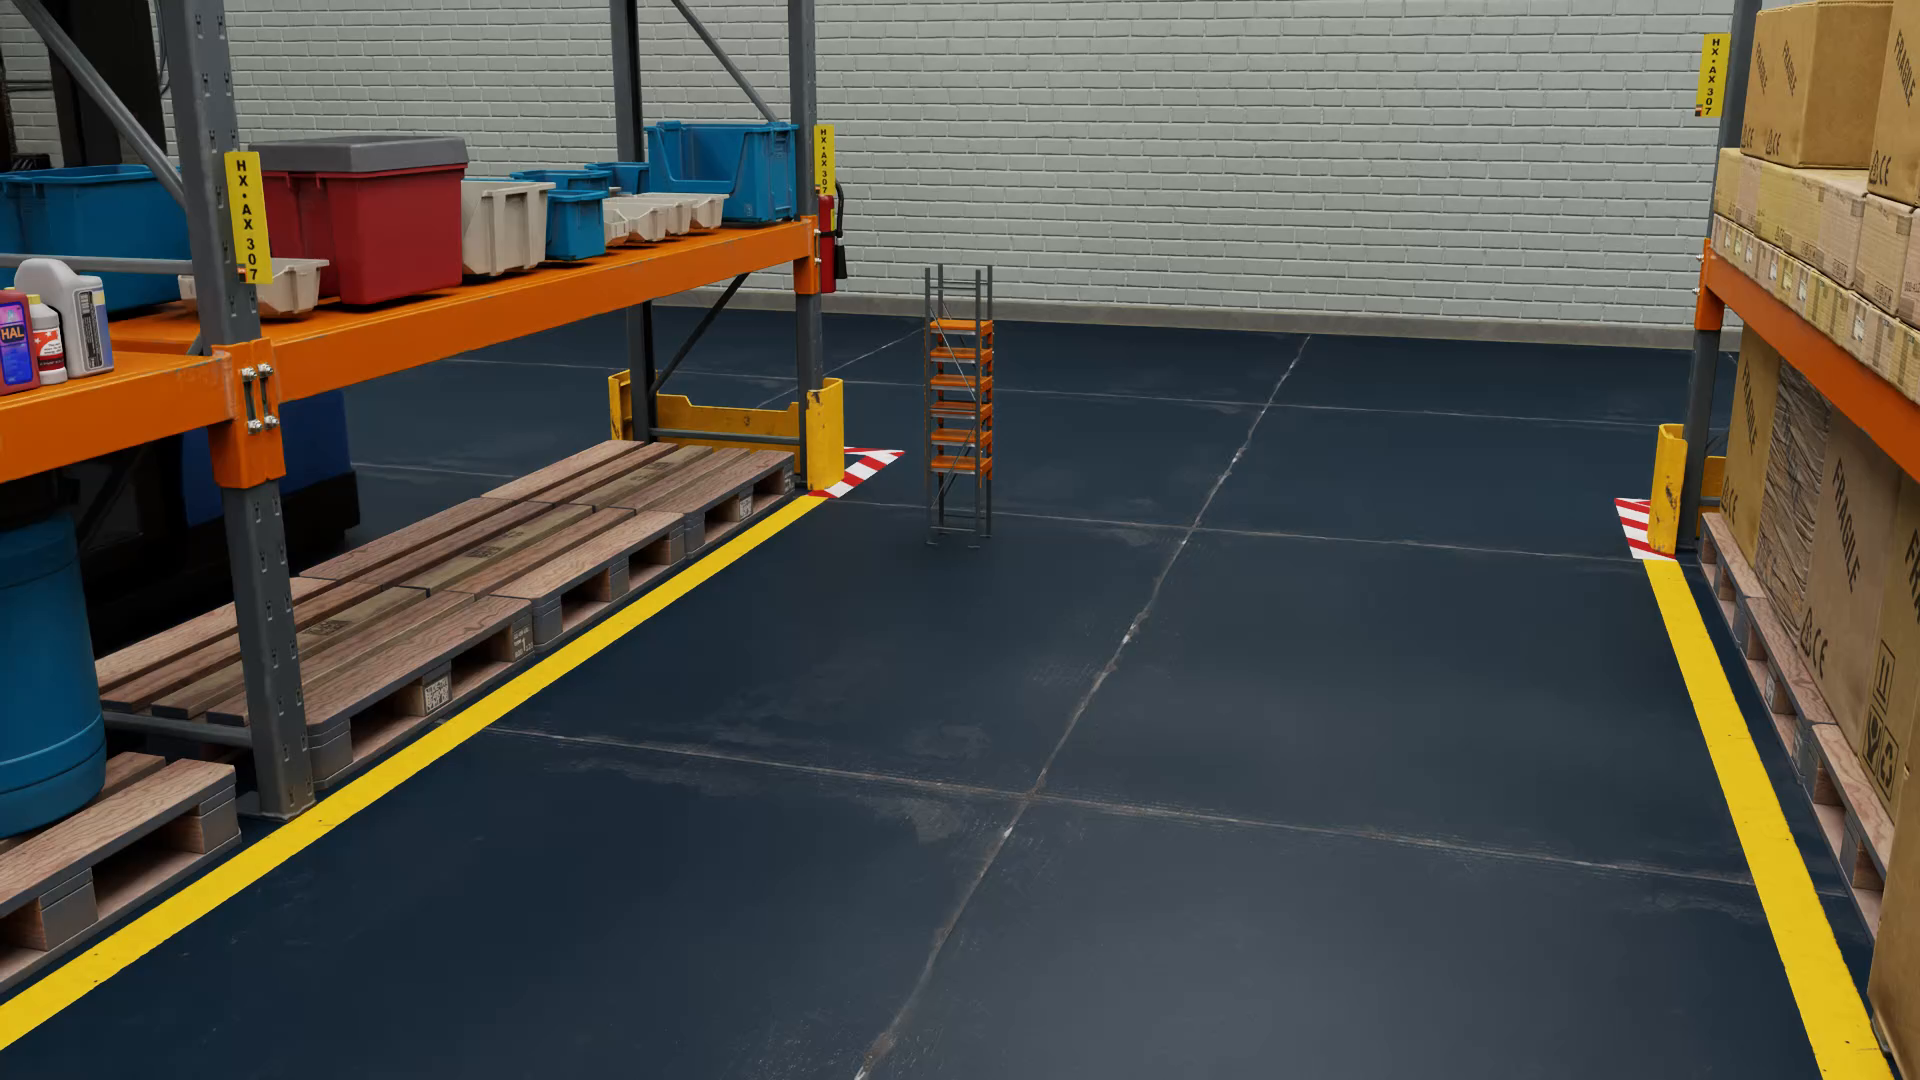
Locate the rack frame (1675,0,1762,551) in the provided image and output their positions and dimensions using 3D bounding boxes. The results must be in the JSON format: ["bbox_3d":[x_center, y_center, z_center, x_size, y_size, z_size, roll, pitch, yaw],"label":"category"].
[{"bbox_3d":[3.575,-1.380,6.696,1.000,3.000,0.127,5,16,16],"label":"rack frame"}]

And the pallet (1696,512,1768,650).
[{"bbox_3d":[3.422,0.177,6.318,1.003,0.211,1.213,5,16,16],"label":"pallet"}]

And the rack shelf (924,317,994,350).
[{"bbox_3d":[-0.004,-0.877,7.066,0.258,0.103,0.180,5,16,16],"label":"rack shelf"}]

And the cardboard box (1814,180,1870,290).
[{"bbox_3d":[2.601,-0.809,4.415,0.500,0.250,0.500,5,17,17],"label":"cardboard box"}]

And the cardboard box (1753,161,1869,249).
[{"bbox_3d":[2.892,-1.078,5.364,0.500,0.250,0.500,4,16,14],"label":"cardboard box"}]

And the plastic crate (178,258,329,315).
[{"bbox_3d":[-2.042,-0.730,4.779,0.396,0.136,0.243,5,16,16],"label":"plastic crate"}]

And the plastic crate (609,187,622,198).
[{"bbox_3d":[-1.731,-1.549,7.667,0.250,0.136,0.298,5,16,16],"label":"plastic crate"}]

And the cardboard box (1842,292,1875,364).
[{"bbox_3d":[2.430,-0.519,4.123,0.380,0.149,0.250,5,17,17],"label":"cardboard box"}]

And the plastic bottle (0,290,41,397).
[{"bbox_3d":[-2.135,-0.469,3.699,0.061,0.283,0.133,5,16,16],"label":"plastic bottle"}]

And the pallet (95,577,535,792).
[{"bbox_3d":[-2.139,0.429,5.430,1.003,0.211,1.213,5,16,16],"label":"pallet"}]

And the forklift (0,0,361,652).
[{"bbox_3d":[-3.567,-1.078,5.760,1.130,2.935,3.031,5,17,17],"label":"forklift"}]

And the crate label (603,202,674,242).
[{"bbox_3d":[-1.384,-1.289,6.750,0.396,0.136,0.243,5,16,16],"label":"crate label"}]

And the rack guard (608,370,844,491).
[{"bbox_3d":[-1.180,-0.568,8.417,1.175,0.500,0.348,5,16,16],"label":"rack guard"}]

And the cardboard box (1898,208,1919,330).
[{"bbox_3d":[2.312,-0.540,3.466,0.500,0.250,0.500,4,16,15],"label":"cardboard box"}]

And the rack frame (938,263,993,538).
[{"bbox_3d":[0.022,-0.597,7.237,0.240,1.200,0.006,5,16,16],"label":"rack frame"}]

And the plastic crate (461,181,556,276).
[{"bbox_3d":[-1.700,-1.074,5.727,0.437,0.282,0.530,5,16,16],"label":"plastic crate"}]

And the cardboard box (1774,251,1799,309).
[{"bbox_3d":[2.721,-0.789,5.074,0.380,0.149,0.250,4,16,14],"label":"cardboard box"}]

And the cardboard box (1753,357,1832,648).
[{"bbox_3d":[3.211,-0.148,5.478,0.875,0.875,0.875,5,16,16],"label":"cardboard box"}]

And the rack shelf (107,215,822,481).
[{"bbox_3d":[-1.743,-0.894,6.304,1.077,0.370,4.000,5,16,16],"label":"rack shelf"}]

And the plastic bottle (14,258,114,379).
[{"bbox_3d":[-2.113,-0.529,3.926,0.152,0.276,0.135,5,16,16],"label":"plastic bottle"}]

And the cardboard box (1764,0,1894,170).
[{"bbox_3d":[2.896,-1.440,5.264,0.500,0.500,0.500,4,16,14],"label":"cardboard box"}]

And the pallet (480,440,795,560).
[{"bbox_3d":[-1.446,-0.209,7.681,1.003,0.211,1.213,5,16,16],"label":"pallet"}]

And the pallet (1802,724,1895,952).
[{"bbox_3d":[2.729,0.816,4.067,1.003,0.211,1.213,5,16,16],"label":"pallet"}]

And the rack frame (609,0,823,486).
[{"bbox_3d":[-1.174,-1.764,8.051,1.000,3.000,0.127,5,16,16],"label":"rack frame"}]

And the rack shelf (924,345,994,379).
[{"bbox_3d":[-0.004,-0.762,7.099,0.258,0.103,0.180,5,16,16],"label":"rack shelf"}]

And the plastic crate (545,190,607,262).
[{"bbox_3d":[-1.512,-1.155,6.101,0.416,0.233,0.300,5,16,16],"label":"plastic crate"}]

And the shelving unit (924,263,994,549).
[{"bbox_3d":[-0.004,-0.573,7.152,0.258,1.200,0.189,5,16,16],"label":"shelving unit"}]

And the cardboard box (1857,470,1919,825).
[{"bbox_3d":[2.702,0.321,3.826,0.875,0.875,0.875,5,16,16],"label":"cardboard box"}]

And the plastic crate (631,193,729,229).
[{"bbox_3d":[-1.232,-1.438,7.277,0.396,0.136,0.243,5,16,16],"label":"plastic crate"}]

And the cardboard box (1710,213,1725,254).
[{"bbox_3d":[3.157,-1.192,6.494,0.380,0.149,0.250,5,17,17],"label":"cardboard box"}]

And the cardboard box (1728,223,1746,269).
[{"bbox_3d":[3.013,-1.057,6.020,0.380,0.149,0.250,4,16,15],"label":"cardboard box"}]

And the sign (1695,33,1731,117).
[{"bbox_3d":[3.044,-1.879,6.725,0.100,0.325,0.005,5,16,16],"label":"sign"}]

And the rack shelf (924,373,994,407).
[{"bbox_3d":[-0.004,-0.646,7.132,0.258,0.103,0.180,5,16,16],"label":"rack shelf"}]

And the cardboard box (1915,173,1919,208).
[{"bbox_3d":[2.312,-0.906,3.382,0.500,0.500,0.500,5,17,17],"label":"cardboard box"}]

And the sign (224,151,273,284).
[{"bbox_3d":[-1.784,-0.807,4.171,0.100,0.325,0.005,5,16,16],"label":"sign"}]

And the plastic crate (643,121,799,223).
[{"bbox_3d":[-1.090,-1.708,7.678,0.616,0.435,0.499,5,16,16],"label":"plastic crate"}]

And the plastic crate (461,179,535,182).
[{"bbox_3d":[-1.934,-1.329,6.713,0.416,0.233,0.300,5,16,16],"label":"plastic crate"}]

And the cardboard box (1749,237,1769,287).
[{"bbox_3d":[2.867,-0.923,5.545,0.380,0.149,0.250,4,16,15],"label":"cardboard box"}]

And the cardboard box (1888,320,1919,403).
[{"bbox_3d":[2.283,-0.385,3.650,0.380,0.149,0.250,5,17,17],"label":"cardboard box"}]

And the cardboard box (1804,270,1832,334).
[{"bbox_3d":[2.575,-0.654,4.597,0.380,0.149,0.250,4,16,15],"label":"cardboard box"}]

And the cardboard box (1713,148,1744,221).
[{"bbox_3d":[3.179,-1.346,6.307,0.500,0.250,0.500,4,16,14],"label":"cardboard box"}]
